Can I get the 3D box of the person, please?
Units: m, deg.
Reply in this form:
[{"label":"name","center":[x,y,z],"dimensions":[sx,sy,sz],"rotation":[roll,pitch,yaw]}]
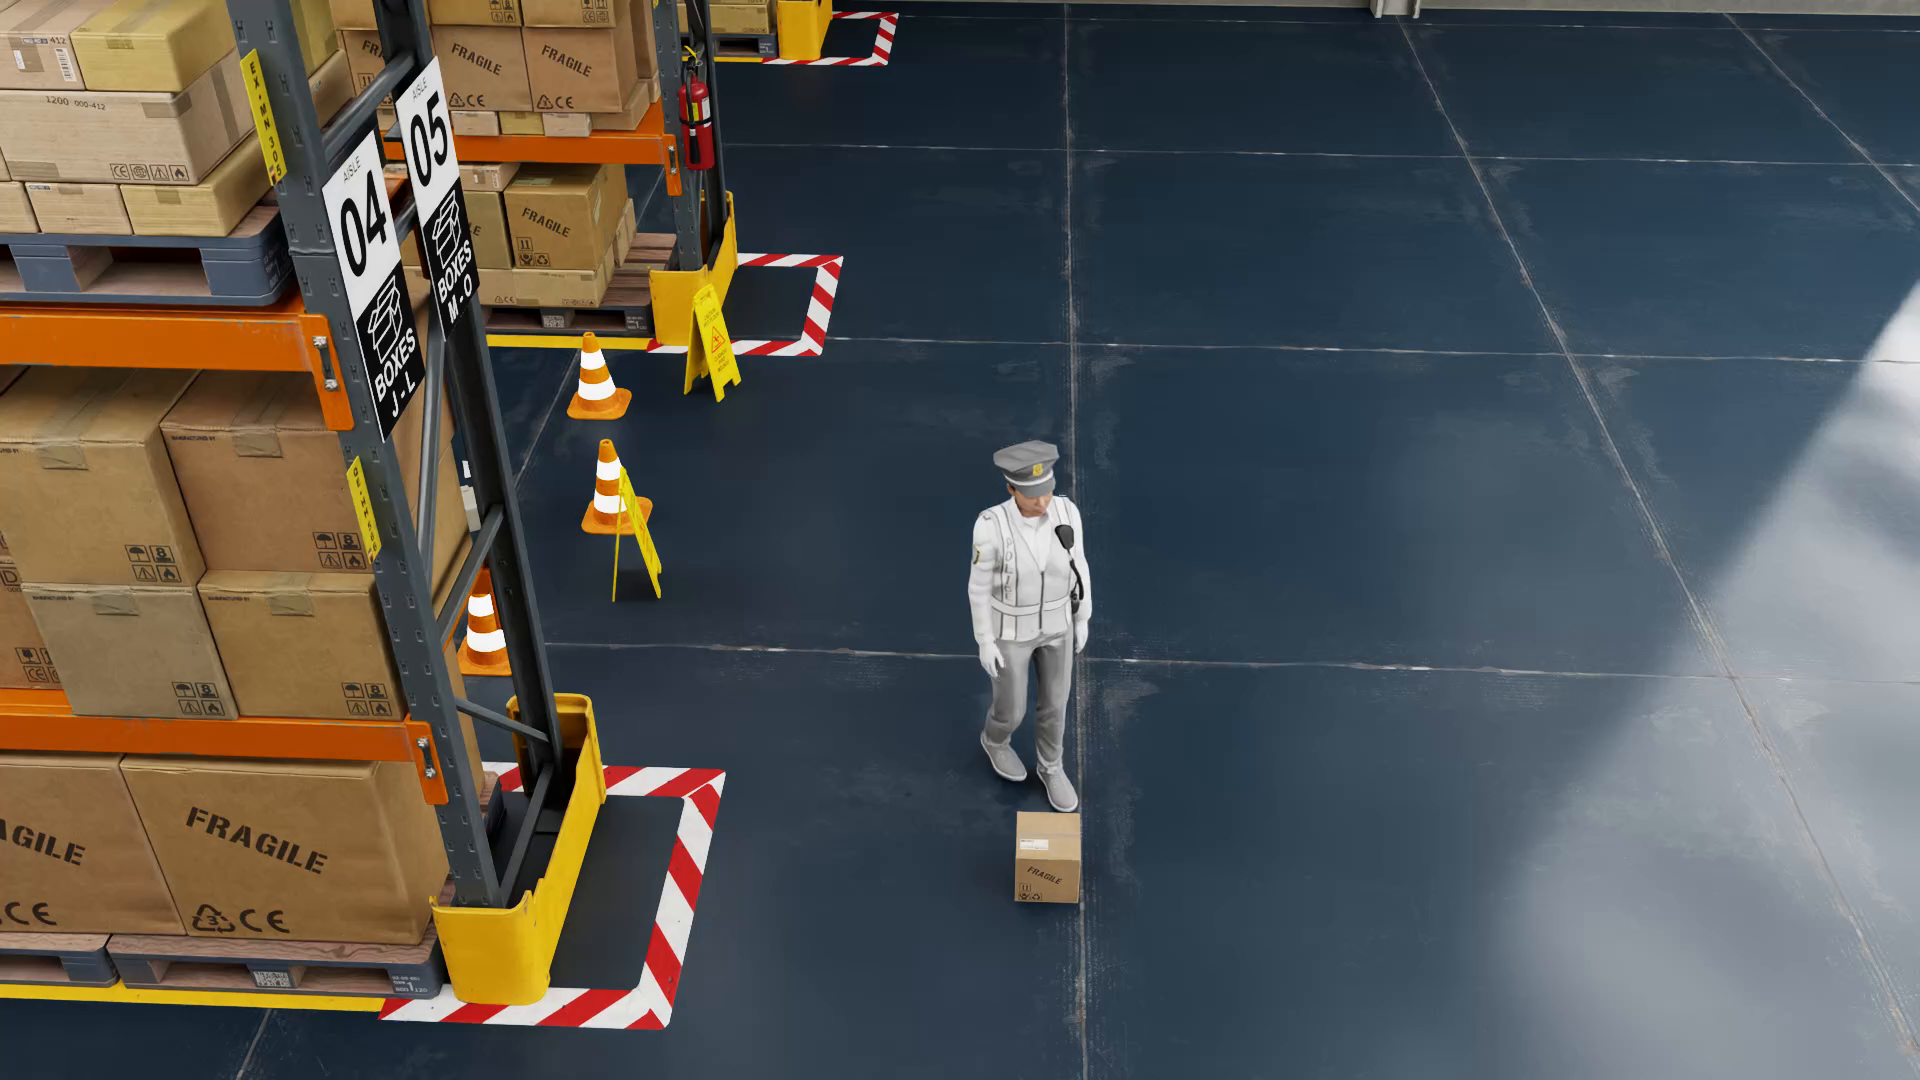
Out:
[{"label":"person","center":[0.288,0.350,6.605],"dimensions":[0.507,1.682,0.480],"rotation":[-12,38,-16]}]
